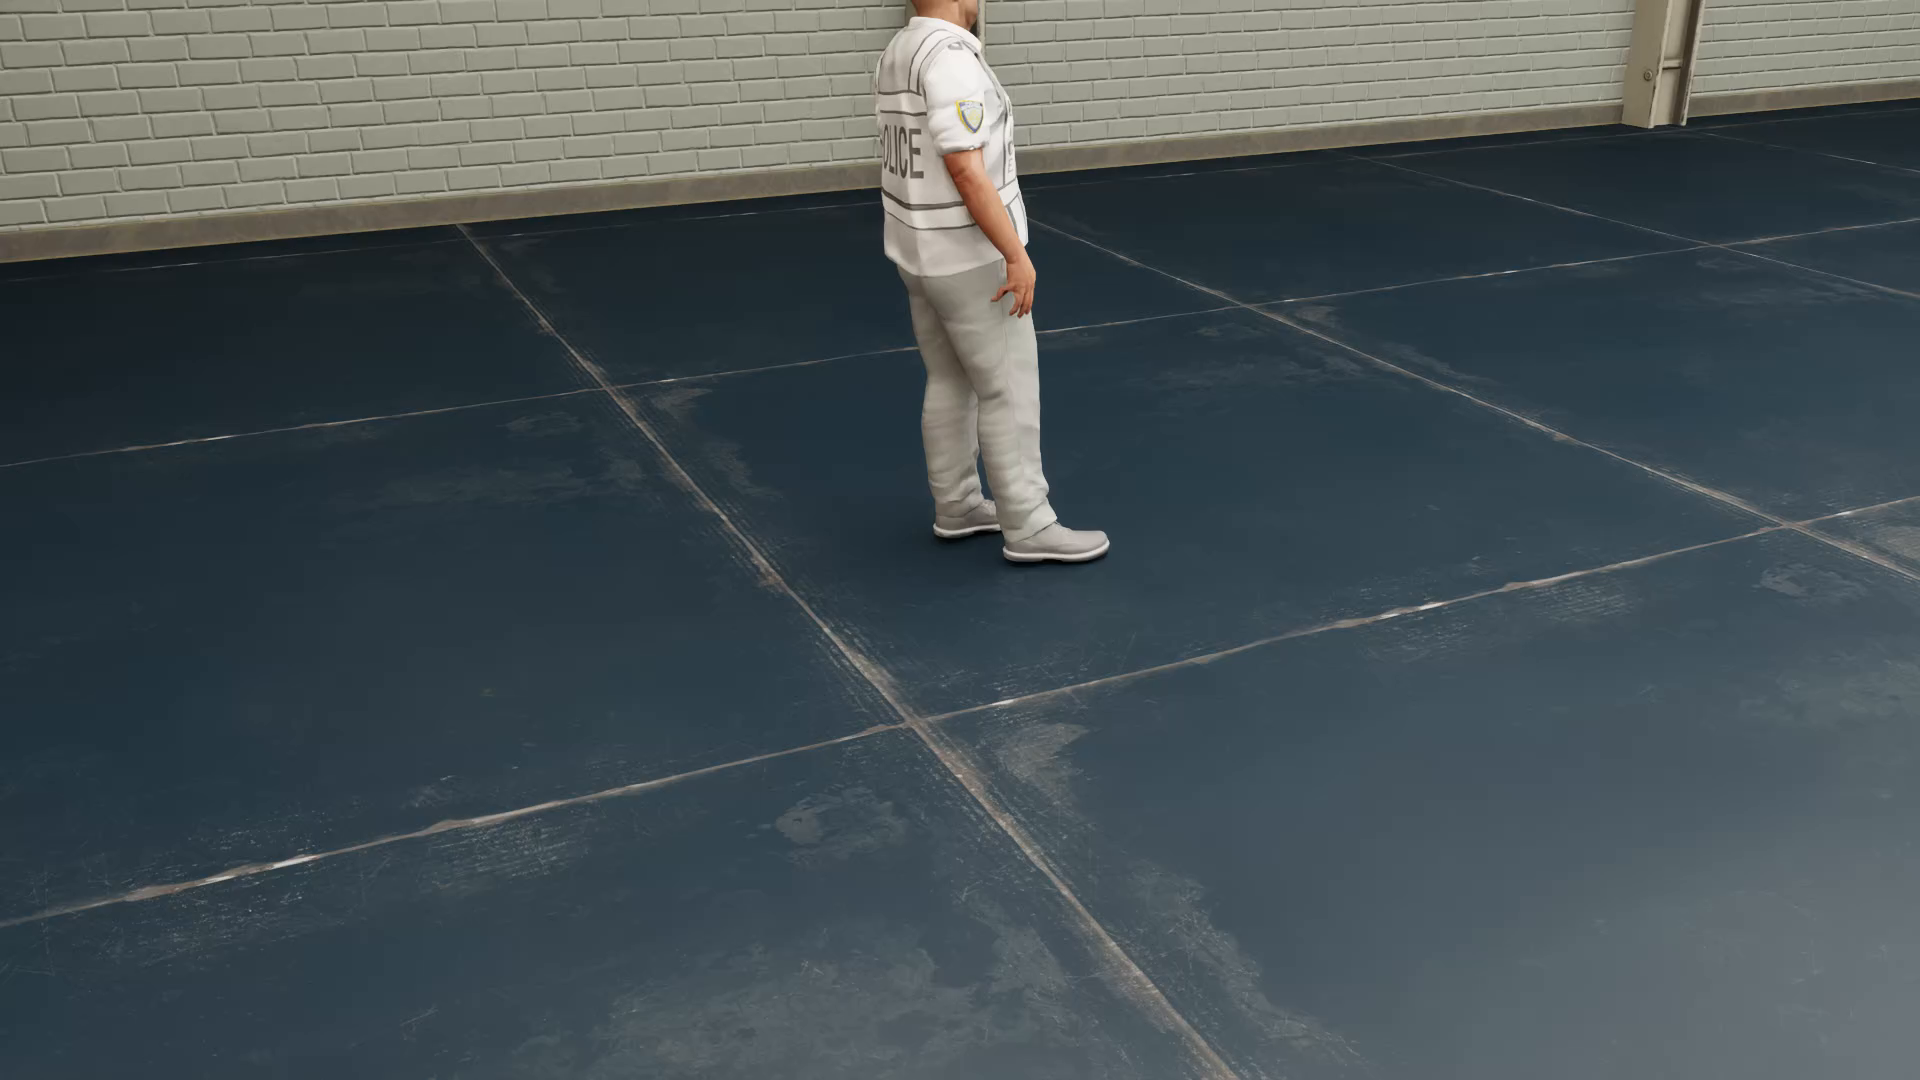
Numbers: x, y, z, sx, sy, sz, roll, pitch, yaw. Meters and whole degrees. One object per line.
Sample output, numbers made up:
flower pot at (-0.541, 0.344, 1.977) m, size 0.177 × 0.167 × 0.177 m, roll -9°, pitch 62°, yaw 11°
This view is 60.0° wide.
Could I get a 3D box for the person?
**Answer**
person at (0.075, -0.838, 4.782) m, size 0.575 × 1.781 × 0.640 m, roll -10°, pitch 25°, yaw -23°
